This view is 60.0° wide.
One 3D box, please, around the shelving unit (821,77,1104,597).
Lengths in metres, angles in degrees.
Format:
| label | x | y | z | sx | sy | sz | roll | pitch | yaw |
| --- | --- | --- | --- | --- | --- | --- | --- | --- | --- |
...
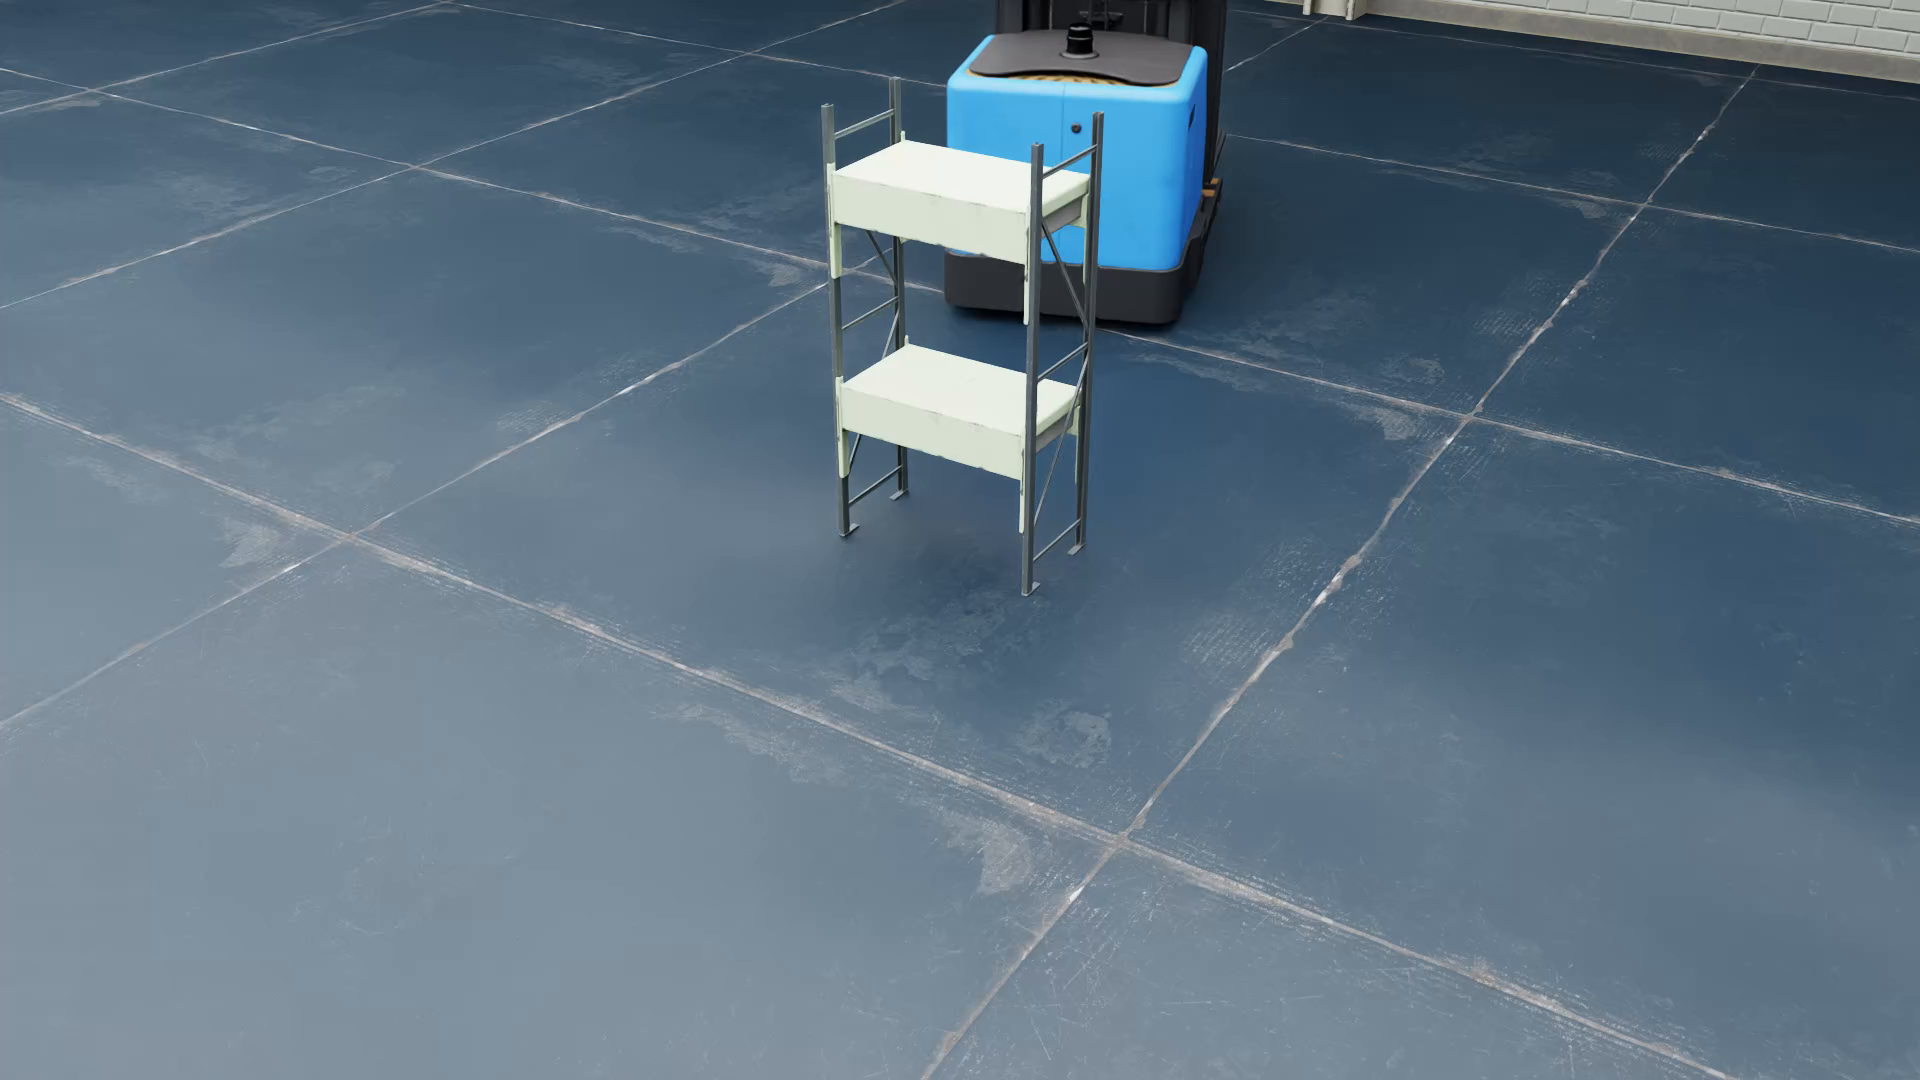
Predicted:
| label | x | y | z | sx | sy | sz | roll | pitch | yaw |
| --- | --- | --- | --- | --- | --- | --- | --- | --- | --- |
| shelving unit | 0.006 | -0.646 | 5.369 | 0.755 | 1.500 | 0.431 | 18 | 35 | 27 |

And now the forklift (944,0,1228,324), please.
| label | x | y | z | sx | sy | sz | roll | pitch | yaw |
| --- | --- | --- | --- | --- | --- | --- | --- | --- | --- |
| forklift | 0.761 | -2.934 | 7.871 | 1.130 | 2.935 | 3.031 | 7 | 31 | 11 |

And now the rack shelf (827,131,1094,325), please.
| label | x | y | z | sx | sy | sz | roll | pitch | yaw |
| --- | --- | --- | --- | --- | --- | --- | --- | --- | --- |
| rack shelf | 0.006 | -0.983 | 5.172 | 0.720 | 0.370 | 0.431 | 18 | 35 | 27 |

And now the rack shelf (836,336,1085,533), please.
| label | x | y | z | sx | sy | sz | roll | pitch | yaw |
| --- | --- | --- | --- | --- | --- | --- | --- | --- | --- |
| rack shelf | 0.006 | -0.364 | 5.533 | 0.720 | 0.370 | 0.431 | 18 | 35 | 27 |

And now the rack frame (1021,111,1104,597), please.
| label | x | y | z | sx | sy | sz | roll | pitch | yaw |
| --- | --- | --- | --- | --- | --- | --- | --- | --- | --- |
| rack frame | 0.316 | -0.548 | 5.201 | 0.023 | 1.500 | 0.400 | 18 | 35 | 27 |

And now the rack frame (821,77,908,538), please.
| label | x | y | z | sx | sy | sz | roll | pitch | yaw |
| --- | --- | --- | --- | --- | --- | --- | --- | --- | --- |
| rack frame | -0.304 | -0.744 | 5.537 | 0.023 | 1.500 | 0.400 | 18 | 35 | 27 |

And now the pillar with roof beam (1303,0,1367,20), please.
| label | x | y | z | sx | sy | sz | roll | pitch | yaw |
| --- | --- | --- | --- | --- | --- | --- | --- | --- | --- |
| pillar with roof beam | 0.548 | -6.038 | 7.170 | 0.400 | 9.000 | 9.100 | 18 | 35 | 27 |
